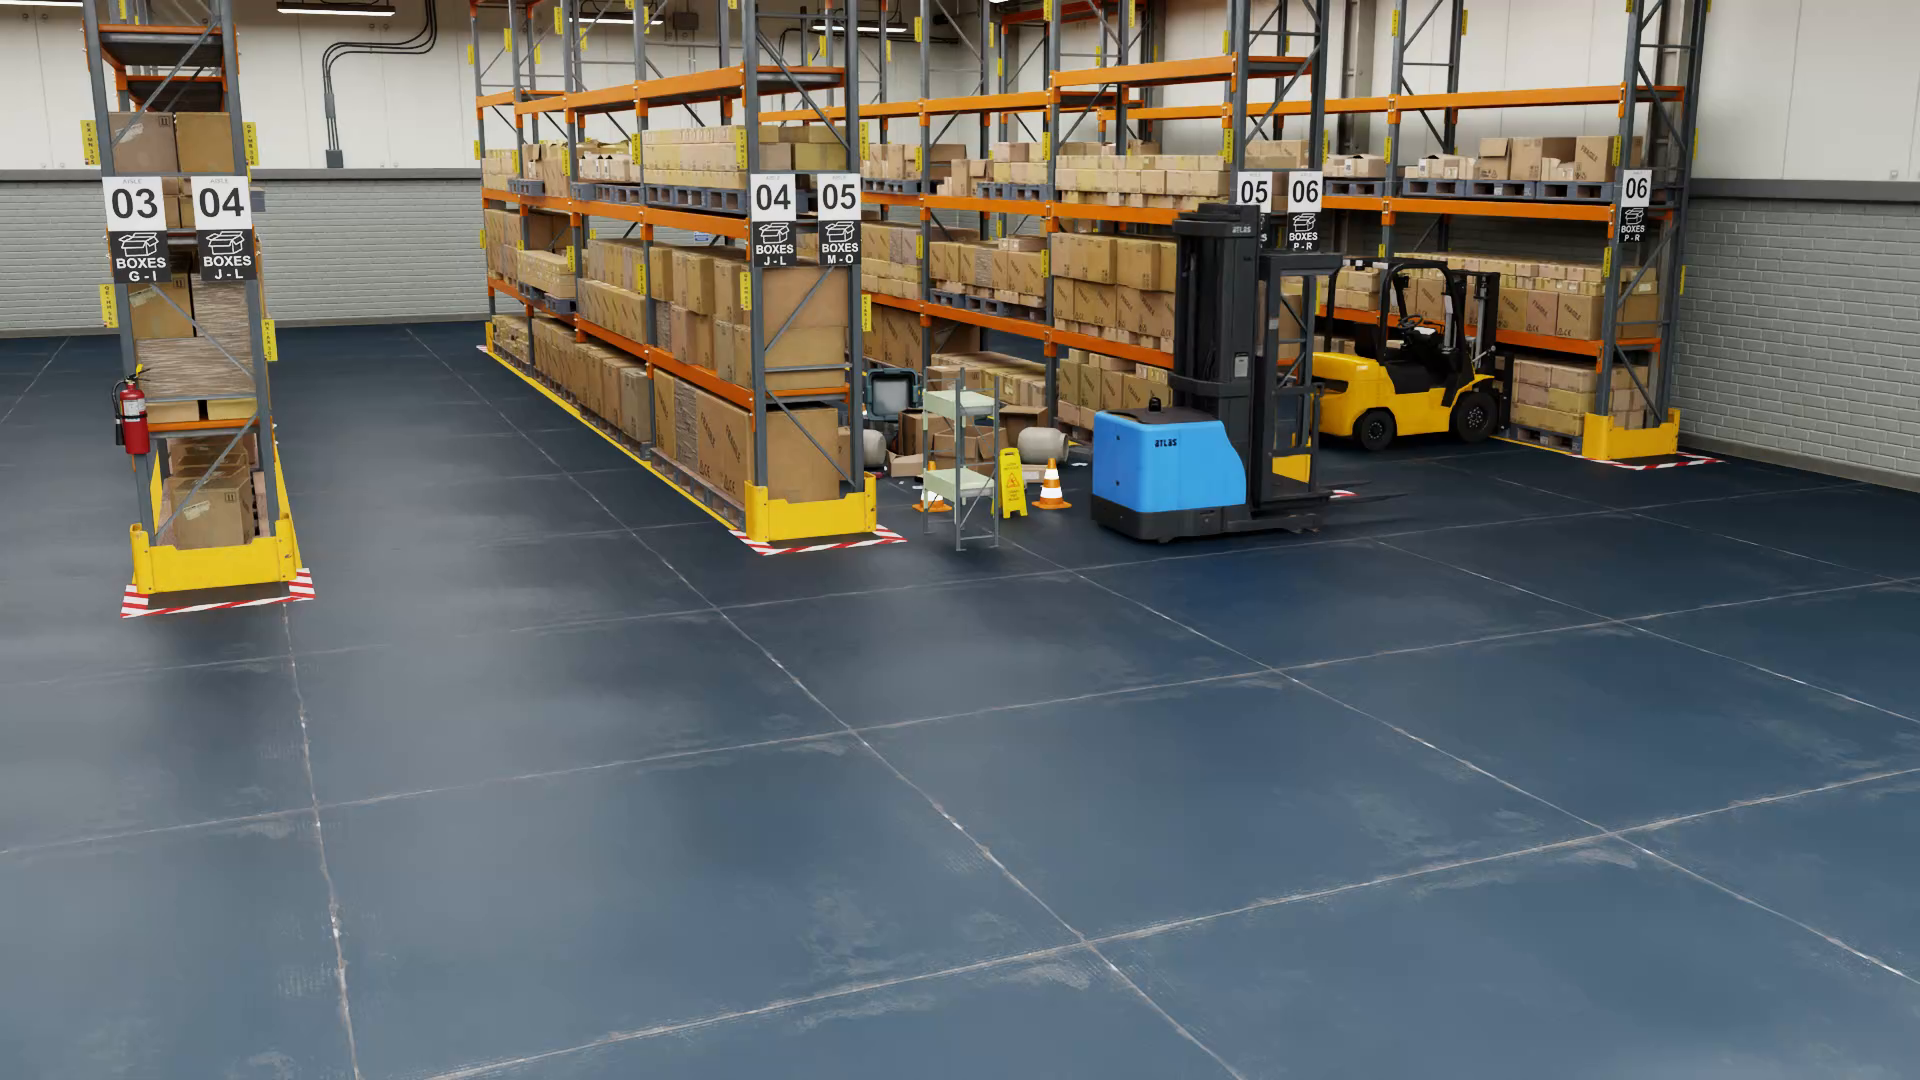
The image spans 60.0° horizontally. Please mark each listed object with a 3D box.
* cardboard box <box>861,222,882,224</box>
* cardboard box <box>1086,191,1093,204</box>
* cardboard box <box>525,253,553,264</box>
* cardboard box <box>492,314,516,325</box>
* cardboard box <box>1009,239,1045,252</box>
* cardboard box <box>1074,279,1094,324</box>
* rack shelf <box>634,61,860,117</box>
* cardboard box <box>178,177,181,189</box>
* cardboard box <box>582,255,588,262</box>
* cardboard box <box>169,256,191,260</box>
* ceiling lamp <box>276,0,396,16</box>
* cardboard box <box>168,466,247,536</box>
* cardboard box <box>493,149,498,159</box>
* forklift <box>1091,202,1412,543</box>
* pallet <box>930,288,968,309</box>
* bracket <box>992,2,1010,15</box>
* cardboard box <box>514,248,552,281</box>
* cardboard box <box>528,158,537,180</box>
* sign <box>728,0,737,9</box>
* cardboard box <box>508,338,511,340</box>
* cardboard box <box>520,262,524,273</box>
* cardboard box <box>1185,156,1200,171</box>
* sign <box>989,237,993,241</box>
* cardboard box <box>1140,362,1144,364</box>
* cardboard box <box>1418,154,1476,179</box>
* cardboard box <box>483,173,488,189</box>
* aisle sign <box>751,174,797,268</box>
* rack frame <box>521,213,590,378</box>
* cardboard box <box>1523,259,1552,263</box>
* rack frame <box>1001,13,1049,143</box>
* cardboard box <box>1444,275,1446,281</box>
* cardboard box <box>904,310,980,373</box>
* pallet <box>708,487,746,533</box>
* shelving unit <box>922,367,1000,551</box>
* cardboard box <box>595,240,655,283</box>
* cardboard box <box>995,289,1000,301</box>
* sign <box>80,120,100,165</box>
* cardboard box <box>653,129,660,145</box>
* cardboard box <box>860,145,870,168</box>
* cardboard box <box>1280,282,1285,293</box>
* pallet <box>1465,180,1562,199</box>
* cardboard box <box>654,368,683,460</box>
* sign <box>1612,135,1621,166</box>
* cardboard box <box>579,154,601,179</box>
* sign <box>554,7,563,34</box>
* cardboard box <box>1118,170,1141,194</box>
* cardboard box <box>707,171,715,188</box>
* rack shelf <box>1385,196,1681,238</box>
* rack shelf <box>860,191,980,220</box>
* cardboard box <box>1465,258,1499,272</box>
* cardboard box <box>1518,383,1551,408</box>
[{"bbox_3d":[-1.529,-4.795,26.497,0.500,0.500,0.500,-6,14,-23],"label":"cardboard box"},{"bbox_3d":[1.688,-3.978,19.310,0.380,0.149,0.250,-6,14,-23],"label":"cardboard box"},{"bbox_3d":[-6.115,-4.098,24.230,0.380,0.149,0.250,-6,14,-24],"label":"cardboard box"},{"bbox_3d":[-7.870,-3.804,28.725,0.380,0.149,0.250,-6,14,-26],"label":"cardboard box"},{"bbox_3d":[0.853,-3.756,21.197,0.380,0.149,0.250,-6,14,-25],"label":"cardboard box"},{"bbox_3d":[1.677,-2.802,19.443,0.500,0.500,0.500,-6,14,-23],"label":"cardboard box"},{"bbox_3d":[-2.161,-4.322,16.070,1.077,0.370,4.000,-6,14,-23],"label":"rack shelf"},{"bbox_3d":[-7.303,-3.265,15.120,0.380,0.149,0.250,-5,14,-21],"label":"cardboard box"},{"bbox_3d":[-5.196,-3.993,23.775,0.380,0.149,0.250,-6,14,-24],"label":"cardboard box"},{"bbox_3d":[-7.198,-2.289,15.010,0.500,0.500,0.500,-6,14,-23],"label":"cardboard box"},{"bbox_3d":[-11.106,-10.960,29.323,2.000,3.185,0.800,-6,14,-23],"label":"ceiling lamp"},{"bbox_3d":[-6.450,-0.342,14.309,0.500,0.500,0.500,-2,13,-8],"label":"cardboard box"},{"bbox_3d":[-7.405,-6.302,27.133,0.380,0.149,0.250,-5,14,-21],"label":"cardboard box"},{"bbox_3d":[2.777,-1.593,15.253,3.031,2.935,1.130,-5,14,-22],"label":"forklift"},{"bbox_3d":[0.314,-3.421,23.426,1.213,0.211,1.003,-6,14,-23],"label":"pallet"},{"bbox_3d":[0.860,-10.951,34.248,0.235,0.232,0.430,-6,14,-23],"label":"bracket"},{"bbox_3d":[-6.619,-4.279,25.824,0.500,0.500,0.500,-6,14,-23],"label":"cardboard box"},{"bbox_3d":[-6.006,-5.433,24.304,0.500,0.311,0.500,-6,14,-24],"label":"cardboard box"},{"bbox_3d":[-2.443,-5.858,17.801,0.100,0.325,0.005,-6,14,-23],"label":"sign"},{"bbox_3d":[-7.375,-3.312,27.917,0.380,0.149,0.250,-6,14,-23],"label":"cardboard box"},{"bbox_3d":[-6.324,-4.062,24.733,0.380,0.149,0.250,-6,14,-24],"label":"cardboard box"},{"bbox_3d":[2.542,-3.878,17.110,0.380,0.149,0.250,-6,14,-24],"label":"cardboard box"},{"bbox_3d":[0.424,-4.229,24.097,0.100,0.325,0.005,-6,14,-23],"label":"sign"},{"bbox_3d":[2.222,-1.853,19.729,0.500,0.500,0.500,-5,14,-22],"label":"cardboard box"},{"bbox_3d":[6.190,-4.753,21.144,0.500,0.311,0.500,-5,14,-22],"label":"cardboard box"},{"bbox_3d":[-7.823,-6.110,28.296,0.500,0.250,0.500,-5,14,-21],"label":"cardboard box"},{"bbox_3d":[-1.606,-2.756,14.362,0.394,0.787,0.004,-6,14,-23],"label":"aisle sign"},{"bbox_3d":[-6.166,-4.011,25.547,1.000,3.000,0.127,-6,14,-23],"label":"rack frame"},{"bbox_3d":[7.150,-3.369,20.455,0.380,0.149,0.250,-6,14,-23],"label":"cardboard box"},{"bbox_3d":[1.273,-8.677,32.404,1.000,3.000,0.127,-6,14,-23],"label":"rack frame"},{"bbox_3d":[6.336,-3.334,20.961,0.380,0.149,0.250,-6,14,-24],"label":"cardboard box"},{"bbox_3d":[-0.270,-2.972,24.840,0.875,0.875,0.875,-6,14,-23],"label":"cardboard box"},{"bbox_3d":[-1.751,-0.331,15.833,1.003,0.211,1.213,-6,14,-23],"label":"pallet"},{"bbox_3d":[0.003,-0.729,14.695,0.431,1.500,0.755,-6,14,-23],"label":"shelving unit"},{"bbox_3d":[-4.190,-3.522,20.997,0.700,0.500,0.500,-6,14,-24],"label":"cardboard box"},{"bbox_3d":[0.679,-3.202,21.677,0.380,0.149,0.250,-6,14,-23],"label":"cardboard box"},{"bbox_3d":[-6.461,-2.951,12.353,0.100,0.325,0.005,-6,14,-23],"label":"sign"},{"bbox_3d":[-2.923,-4.128,17.037,0.380,0.149,0.250,-6,14,-23],"label":"cardboard box"},{"bbox_3d":[-1.584,-5.985,26.273,0.500,0.500,0.500,-6,14,-24],"label":"cardboard box"},{"bbox_3d":[4.841,-3.705,24.557,0.500,0.250,0.500,-6,14,-25],"label":"cardboard box"},{"bbox_3d":[6.930,-4.268,20.202,1.003,0.211,1.213,-6,14,-23],"label":"pallet"},{"bbox_3d":[-2.774,-1.391,18.010,0.875,0.875,0.875,-5,14,-22],"label":"cardboard box"},{"bbox_3d":[7.179,-4.257,18.169,0.100,0.325,0.005,-6,14,-23],"label":"sign"},{"bbox_3d":[-4.476,-4.686,20.858,0.500,0.311,0.500,-6,14,-23],"label":"cardboard box"},{"bbox_3d":[-5.057,-6.550,20.966,0.100,0.325,0.005,-6,14,-23],"label":"sign"},{"bbox_3d":[2.067,-3.929,18.215,0.500,0.250,0.500,-5,14,-22],"label":"cardboard box"},{"bbox_3d":[-2.108,-3.319,15.311,0.380,0.149,0.250,-5,14,-22],"label":"cardboard box"},{"bbox_3d":[6.881,-3.973,20.326,1.077,0.370,4.000,-6,14,-23],"label":"rack shelf"},{"bbox_3d":[-0.870,-5.177,25.527,1.077,0.370,4.000,-6,14,-23],"label":"rack shelf"},{"bbox_3d":[6.524,-3.433,20.731,0.380,0.149,0.250,-6,14,-23],"label":"cardboard box"},{"bbox_3d":[7.010,-1.734,19.769,0.500,0.250,0.500,-6,14,-24],"label":"cardboard box"}]
